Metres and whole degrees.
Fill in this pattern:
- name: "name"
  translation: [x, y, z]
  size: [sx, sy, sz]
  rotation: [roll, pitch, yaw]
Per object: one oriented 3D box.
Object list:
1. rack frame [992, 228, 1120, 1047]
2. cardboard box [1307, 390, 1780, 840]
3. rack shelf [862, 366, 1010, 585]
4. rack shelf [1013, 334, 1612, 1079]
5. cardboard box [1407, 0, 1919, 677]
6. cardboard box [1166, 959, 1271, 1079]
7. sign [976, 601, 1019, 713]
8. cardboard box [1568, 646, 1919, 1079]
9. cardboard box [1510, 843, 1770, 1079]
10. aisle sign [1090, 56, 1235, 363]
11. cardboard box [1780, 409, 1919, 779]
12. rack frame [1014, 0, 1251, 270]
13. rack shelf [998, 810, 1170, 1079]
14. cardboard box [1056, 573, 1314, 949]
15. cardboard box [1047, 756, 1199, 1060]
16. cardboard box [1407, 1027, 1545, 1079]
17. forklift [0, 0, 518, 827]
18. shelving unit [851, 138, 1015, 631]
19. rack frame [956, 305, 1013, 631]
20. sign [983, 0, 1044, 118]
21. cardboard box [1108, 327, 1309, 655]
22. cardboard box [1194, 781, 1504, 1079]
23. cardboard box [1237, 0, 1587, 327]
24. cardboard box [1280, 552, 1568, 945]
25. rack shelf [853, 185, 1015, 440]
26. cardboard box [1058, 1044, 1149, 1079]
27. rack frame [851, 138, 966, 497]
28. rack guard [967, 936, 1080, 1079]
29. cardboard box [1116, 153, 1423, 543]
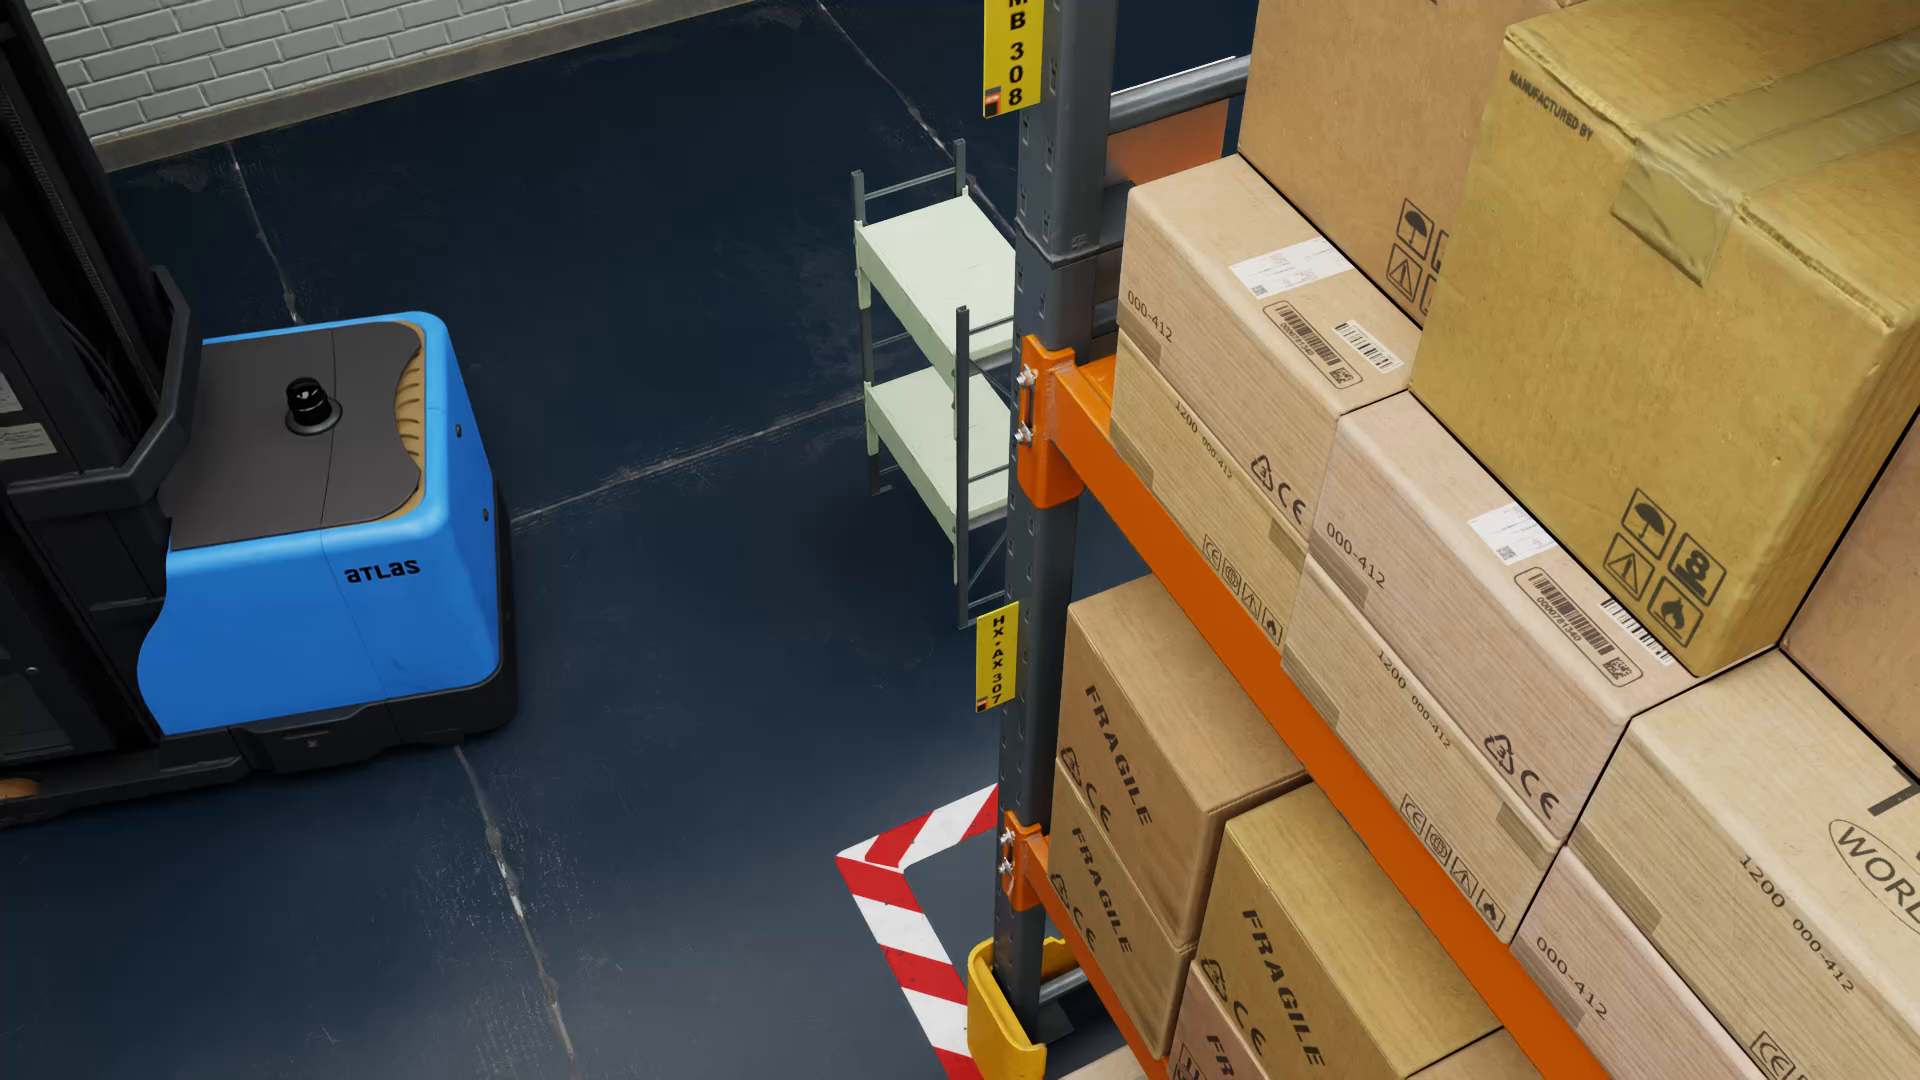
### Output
- name: "rack frame"
  translation: [0.562, 0.345, 3.956]
  size: [1.000, 3.000, 0.127]
  rotation: [-21, 52, -18]
- name: "cardboard box"
  translation: [0.788, 0.013, 2.021]
  size: [0.500, 0.250, 0.500]
  rotation: [-21, 52, -18]
- name: "rack shelf"
  translation: [0.003, -0.275, 5.927]
  size: [0.431, 0.370, 0.720]
  rotation: [-21, 52, -18]
- name: "rack shelf"
  translation: [1.477, 0.933, 1.927]
  size: [1.077, 0.370, 4.000]
  rotation: [-21, 52, -18]
- name: "cardboard box"
  translation: [0.965, -0.303, 1.799]
  size: [0.700, 0.500, 0.500]
  rotation: [-21, 52, -18]
- name: "cardboard box"
  translation: [0.771, 1.043, 3.278]
  size: [0.500, 0.500, 0.500]
  rotation: [-22, 52, -18]
- name: "sign"
  translation: [0.080, 0.247, 3.466]
  size: [0.100, 0.325, 0.005]
  rotation: [-21, 52, -18]
- name: "cardboard box"
  translation: [1.023, 0.345, 1.730]
  size: [0.500, 0.250, 0.500]
  rotation: [-21, 52, -18]
- name: "cardboard box"
  translation: [1.019, 0.511, 1.917]
  size: [0.500, 0.250, 0.500]
  rotation: [-21, 52, -18]
- name: "aisle sign"
  translation: [0.270, -0.456, 2.929]
  size: [0.394, 0.787, 0.004]
  rotation: [-21, 52, -18]
- name: "cardboard box"
  translation: [1.289, -0.005, 1.538]
  size: [0.700, 0.500, 0.500]
  rotation: [-21, 52, -18]
- name: "rack frame"
  translation: [0.562, -1.630, 1.697]
  size: [1.000, 3.000, 0.127]
  rotation: [-21, 52, -18]
- name: "rack shelf"
  translation: [1.477, 1.920, 3.056]
  size: [1.077, 0.370, 4.000]
  rotation: [-21, 52, -18]
- name: "cardboard box"
  translation: [0.531, 0.371, 3.202]
  size: [0.500, 0.500, 0.500]
  rotation: [-20, 52, -16]
- name: "cardboard box"
  translation: [0.531, 0.700, 3.579]
  size: [0.500, 0.500, 0.500]
  rotation: [-20, 52, -17]
- name: "cardboard box"
  translation: [1.001, 1.054, 2.604]
  size: [0.500, 0.500, 0.500]
  rotation: [-21, 52, -17]
- name: "forklift"
  translation: [-3.079, -0.444, 4.691]
  size: [3.031, 2.935, 1.130]
  rotation: [-9, 49, -8]
- name: "shelving unit"
  translation: [0.003, -0.489, 5.682]
  size: [0.431, 1.500, 0.755]
  rotation: [-21, 52, -18]
- name: "rack frame"
  translation: [0.171, -0.244, 5.467]
  size: [0.400, 1.500, 0.023]
  rotation: [-21, 52, -18]
- name: "sign"
  translation: [0.080, -0.743, 2.334]
  size: [0.100, 0.325, 0.005]
  rotation: [-21, 52, -18]
- name: "cardboard box"
  translation: [0.571, -0.162, 2.506]
  size: [0.500, 0.250, 0.500]
  rotation: [-21, 52, -18]
- name: "cardboard box"
  translation: [0.776, 0.718, 2.899]
  size: [0.500, 0.500, 0.500]
  rotation: [-21, 52, -17]
- name: "cardboard box"
  translation: [0.812, -0.667, 2.117]
  size: [0.700, 0.500, 0.500]
  rotation: [-21, 52, -18]
- name: "cardboard box"
  translation: [0.788, 0.177, 2.209]
  size: [0.500, 0.250, 0.500]
  rotation: [-21, 52, -18]
- name: "rack shelf"
  translation: [0.003, -0.746, 5.388]
  size: [0.431, 0.370, 0.720]
  rotation: [-21, 52, -18]
- name: "cardboard box"
  translation: [0.448, 1.537, 4.514]
  size: [0.380, 0.149, 0.250]
  rotation: [-21, 52, -18]
- name: "rack frame"
  translation: [-0.164, -0.734, 5.896]
  size: [0.400, 1.500, 0.023]
  rotation: [-21, 52, -18]
- name: "rack guard"
  translation: [0.597, 1.219, 4.852]
  size: [1.175, 0.500, 0.348]
  rotation: [-21, 52, -18]
- name: "cardboard box"
  translation: [0.566, -0.324, 2.316]
  size: [0.500, 0.250, 0.500]
  rotation: [-21, 52, -18]
